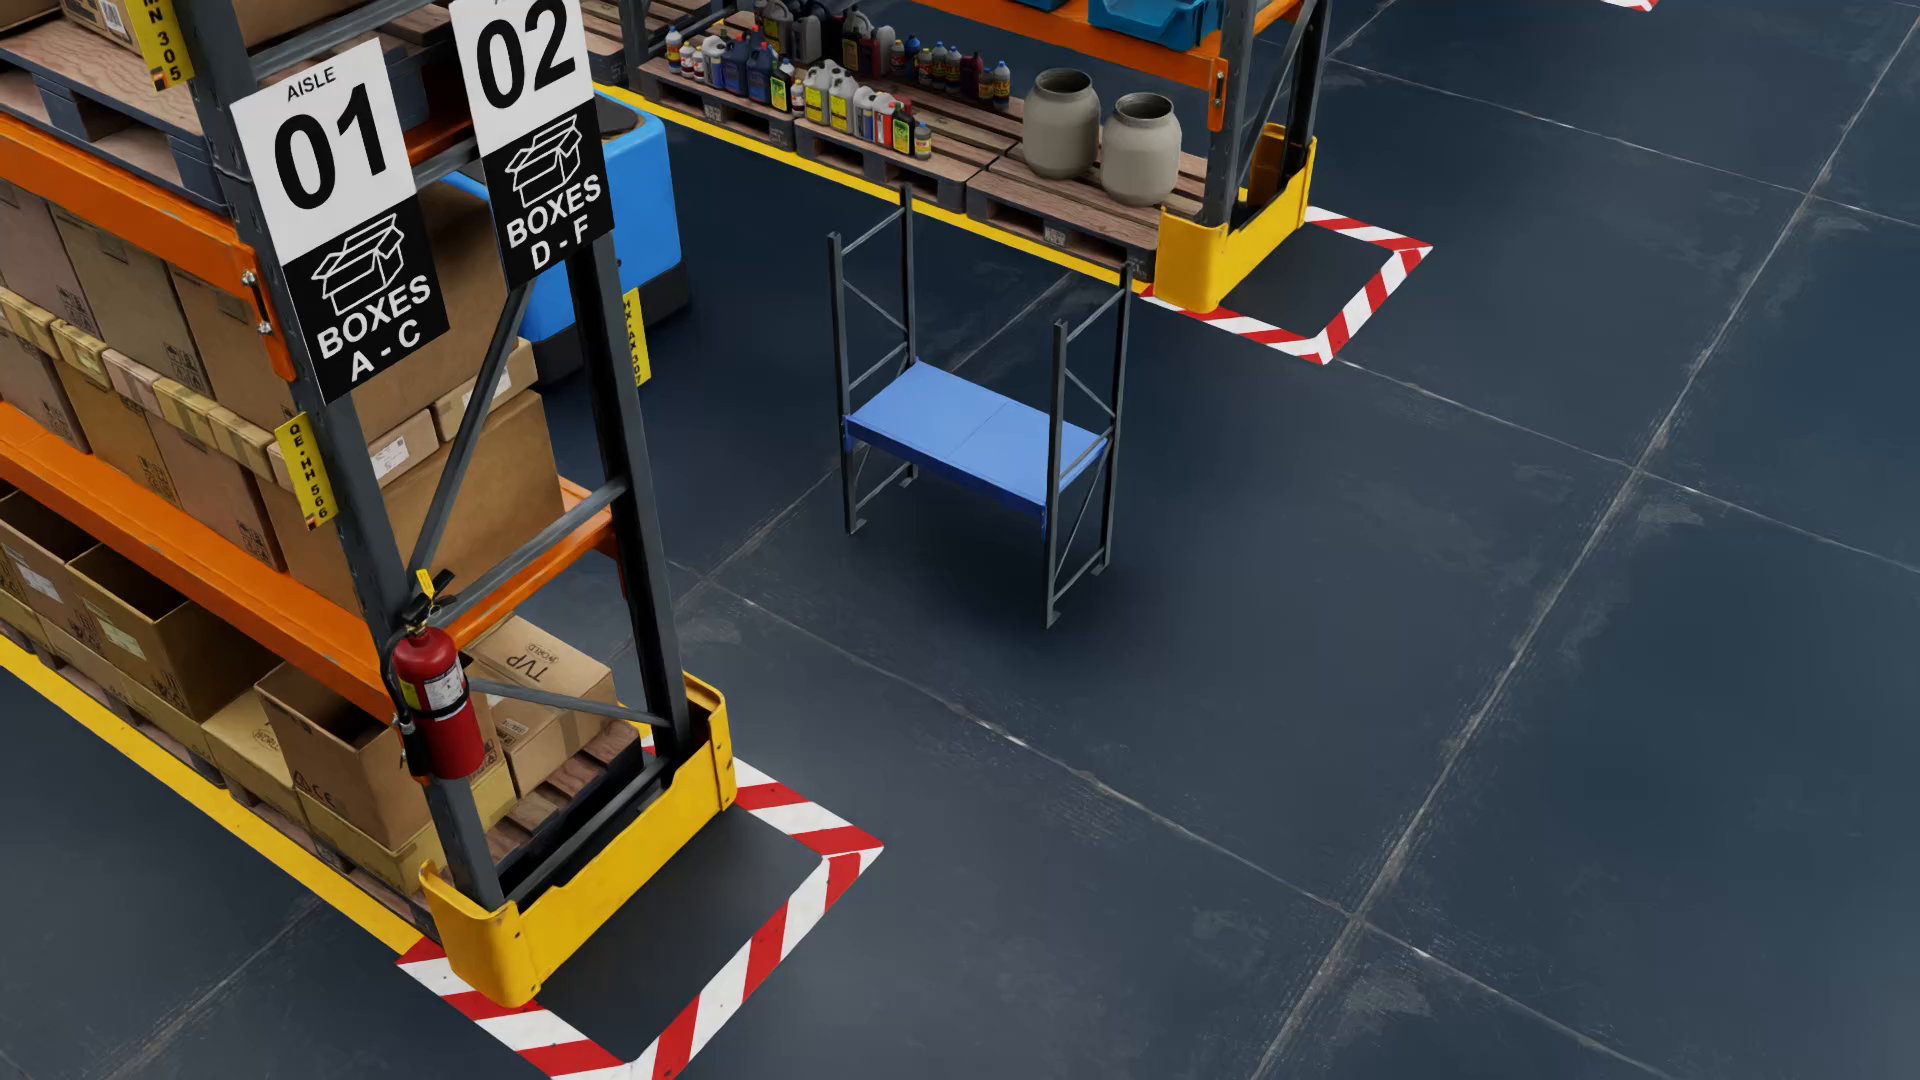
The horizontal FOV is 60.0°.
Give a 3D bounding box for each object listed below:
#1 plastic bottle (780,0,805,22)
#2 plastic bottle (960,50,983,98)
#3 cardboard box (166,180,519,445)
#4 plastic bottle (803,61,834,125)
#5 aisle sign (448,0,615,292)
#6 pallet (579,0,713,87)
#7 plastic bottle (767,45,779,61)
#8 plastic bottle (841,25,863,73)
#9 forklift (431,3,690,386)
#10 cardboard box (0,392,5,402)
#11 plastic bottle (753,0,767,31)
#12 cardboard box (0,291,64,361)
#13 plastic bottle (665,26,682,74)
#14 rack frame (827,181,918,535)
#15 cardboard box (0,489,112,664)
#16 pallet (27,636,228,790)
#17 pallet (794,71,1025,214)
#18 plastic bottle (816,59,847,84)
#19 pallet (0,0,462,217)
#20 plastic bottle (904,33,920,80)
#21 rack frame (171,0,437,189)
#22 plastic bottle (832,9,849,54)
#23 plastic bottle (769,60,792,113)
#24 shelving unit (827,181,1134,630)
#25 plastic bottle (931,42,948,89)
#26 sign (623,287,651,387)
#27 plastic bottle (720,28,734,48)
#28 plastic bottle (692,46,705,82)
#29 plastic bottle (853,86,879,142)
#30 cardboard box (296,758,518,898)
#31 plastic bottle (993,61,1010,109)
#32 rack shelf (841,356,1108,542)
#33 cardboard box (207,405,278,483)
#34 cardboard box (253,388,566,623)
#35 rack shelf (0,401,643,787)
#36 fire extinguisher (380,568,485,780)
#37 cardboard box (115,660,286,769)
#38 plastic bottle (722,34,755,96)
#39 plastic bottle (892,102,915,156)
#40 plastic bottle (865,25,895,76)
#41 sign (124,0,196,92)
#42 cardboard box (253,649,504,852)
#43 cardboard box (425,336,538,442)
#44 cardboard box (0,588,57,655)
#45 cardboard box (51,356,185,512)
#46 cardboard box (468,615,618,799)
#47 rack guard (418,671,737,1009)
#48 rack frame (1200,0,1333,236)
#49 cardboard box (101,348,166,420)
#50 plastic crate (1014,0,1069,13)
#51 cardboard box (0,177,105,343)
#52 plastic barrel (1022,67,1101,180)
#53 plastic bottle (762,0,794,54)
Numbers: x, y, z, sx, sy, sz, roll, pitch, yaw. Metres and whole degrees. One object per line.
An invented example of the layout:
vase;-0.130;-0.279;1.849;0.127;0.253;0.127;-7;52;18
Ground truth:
plastic bottle;-1.035;-3.262;10.303;0.185;0.351;0.144;24;47;24
plastic bottle;0.067;-2.756;9.788;0.133;0.283;0.061;26;48;26
cardboard box;-1.718;-0.667;4.698;0.500;0.500;0.700;25;48;25
plastic bottle;-0.802;-2.581;9.542;0.185;0.351;0.144;25;47;25
aisle sign;-1.070;-1.051;4.226;0.004;0.787;0.394;25;48;25
pallet;-2.393;-3.415;10.909;1.213;0.211;1.003;25;48;25
plastic bottle;-1.117;-2.797;9.842;0.097;0.271;0.097;0;42;0
plastic bottle;-0.651;-2.974;10.032;0.133;0.283;0.061;25;48;25
forklift;-2.841;-2.662;8.027;3.031;2.935;1.130;29;49;28
cardboard box;-3.364;-0.950;5.988;0.500;0.500;0.700;26;48;26
plastic bottle;-1.251;-3.327;10.488;0.097;0.201;0.097;0;42;0
cardboard box;-2.783;-0.757;5.285;0.250;0.149;0.380;26;48;26
plastic bottle;-1.718;-2.961;10.026;0.097;0.271;0.097;0;42;0
rack frame;-0.346;-0.721;6.931;0.032;1.500;0.500;25;48;25
cardboard box;-3.145;0.038;6.143;0.500;0.500;0.500;25;48;25
pallet;-2.945;0.361;6.688;1.213;0.211;1.003;25;48;25
pallet;-0.198;-2.389;9.762;1.213;0.211;1.003;25;48;25
plastic bottle;-0.738;-2.644;9.668;0.135;0.276;0.152;25;48;25
pallet;-1.864;-1.310;4.282;1.213;0.211;1.003;25;48;25
plastic bottle;-0.286;-2.902;9.960;0.097;0.271;0.097;0;42;0
rack frame;-1.300;-2.176;2.934;0.127;3.000;1.000;25;48;25
plastic bottle;-0.720;-3.124;10.199;0.133;0.283;0.061;28;49;28
plastic bottle;-1.039;-2.633;9.650;0.133;0.283;0.061;27;48;27
shelving unit;0.070;-0.526;6.713;1.048;1.500;0.538;25;48;25
plastic bottle;-0.120;-2.824;9.873;0.097;0.271;0.097;0;42;0
sign;-0.976;-0.593;4.955;0.005;0.325;0.100;25;48;25
plastic bottle;-1.377;-2.915;9.965;0.133;0.283;0.061;25;48;25
plastic bottle;-1.552;-2.857;9.962;0.097;0.201;0.097;0;42;0
plastic bottle;-0.512;-2.421;9.419;0.135;0.276;0.152;24;47;24
cardboard box;-1.908;0.884;5.760;0.500;0.250;0.500;25;48;25
plastic bottle;0.242;-2.655;9.684;0.097;0.271;0.097;0;42;0
rack shelf;0.070;-0.392;6.833;1.000;0.185;0.538;25;48;25
cardboard box;-1.937;-0.361;4.843;0.250;0.149;0.380;26;48;26
cardboard box;-1.675;-0.164;5.108;0.500;0.500;0.700;25;48;25
rack shelf;-2.937;-0.438;6.030;4.000;0.370;1.077;25;48;25
fire extinguisher;-1.470;0.387;4.626;0.183;0.674;0.296;25;48;25
cardboard box;-2.735;0.508;6.180;0.500;0.250;0.500;25;48;25
plastic bottle;-1.305;-2.816;9.804;0.185;0.351;0.144;26;48;26
plastic bottle;-0.314;-2.294;9.271;0.133;0.283;0.061;26;48;26
plastic bottle;-0.482;-2.973;10.036;0.135;0.276;0.152;26;48;26
sign;-1.623;-1.068;3.340;0.005;0.325;0.100;25;48;25
cardboard box;-1.910;0.605;5.509;0.500;0.500;0.500;25;48;25
cardboard box;-1.497;-0.487;4.984;0.250;0.149;0.380;25;47;25
cardboard box;-3.556;0.128;6.605;0.500;0.250;0.500;25;48;25
cardboard box;-2.510;-0.555;5.546;0.500;0.500;0.700;25;48;26
cardboard box;-1.611;0.601;6.076;0.500;0.250;0.500;25;48;25
rack guard;-1.280;1.000;5.757;0.348;0.500;1.175;25;48;25
rack frame;1.548;-2.643;7.955;0.127;3.000;1.000;25;48;25
cardboard box;-2.351;-0.557;5.061;0.250;0.149;0.380;26;48;26
plastic crate;0.438;-2.868;8.317;0.408;0.251;0.499;25;48;25
cardboard box;-2.565;-1.058;5.135;0.500;0.500;0.700;25;48;25
plastic barrel;0.554;-2.275;9.094;0.421;0.512;0.421;0;42;0
plastic bottle;-1.117;-3.184;10.215;0.185;0.351;0.144;25;48;25
